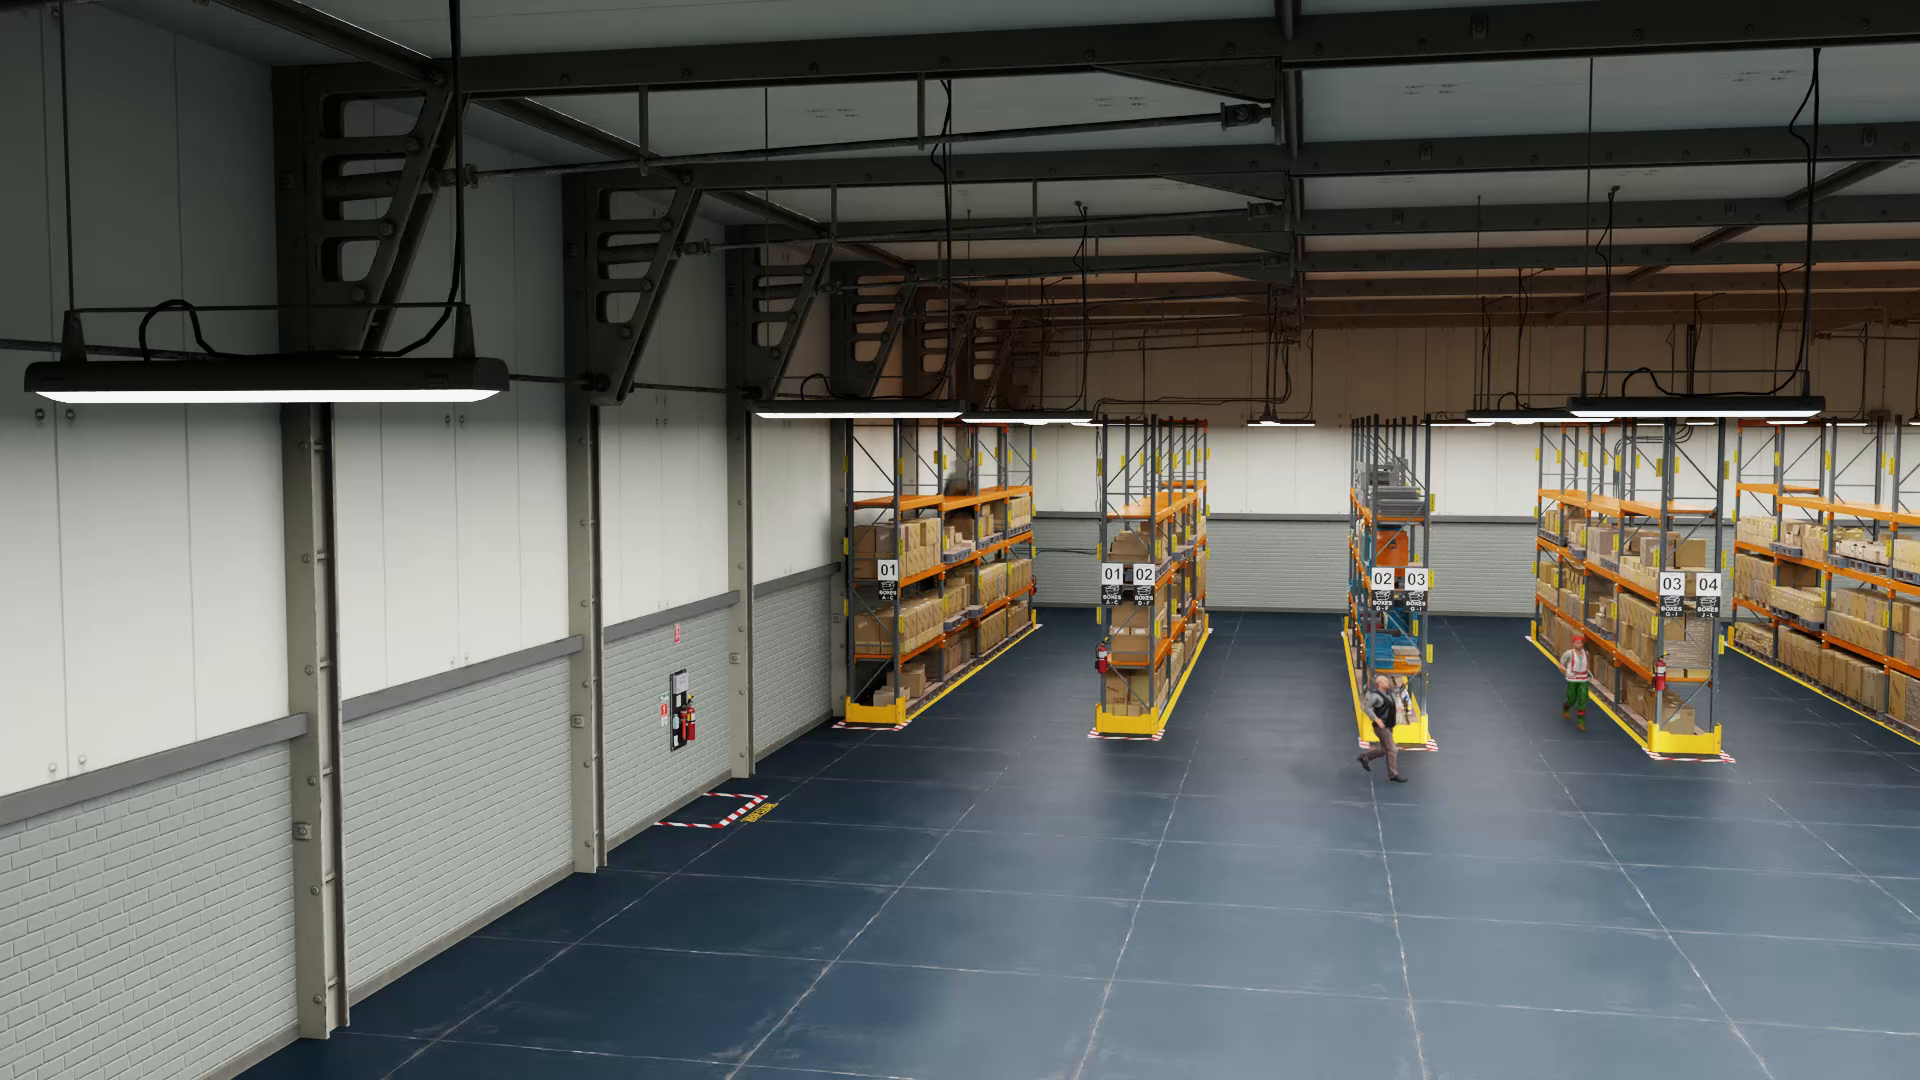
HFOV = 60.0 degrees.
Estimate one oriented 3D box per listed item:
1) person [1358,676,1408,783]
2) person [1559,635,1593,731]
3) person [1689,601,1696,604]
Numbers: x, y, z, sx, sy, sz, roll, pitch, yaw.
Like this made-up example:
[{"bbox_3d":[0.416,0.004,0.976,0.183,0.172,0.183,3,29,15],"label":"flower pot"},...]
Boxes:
[{"bbox_3d":[6.883,3.058,27.102,0.919,1.699,0.667,3,5,38],"label":"person"},{"bbox_3d":[11.812,2.711,31.870,0.657,1.778,0.953,0,4,0],"label":"person"},{"bbox_3d":[19.121,1.994,44.067,0.619,1.574,0.630,-3,5,-40],"label":"person"}]
